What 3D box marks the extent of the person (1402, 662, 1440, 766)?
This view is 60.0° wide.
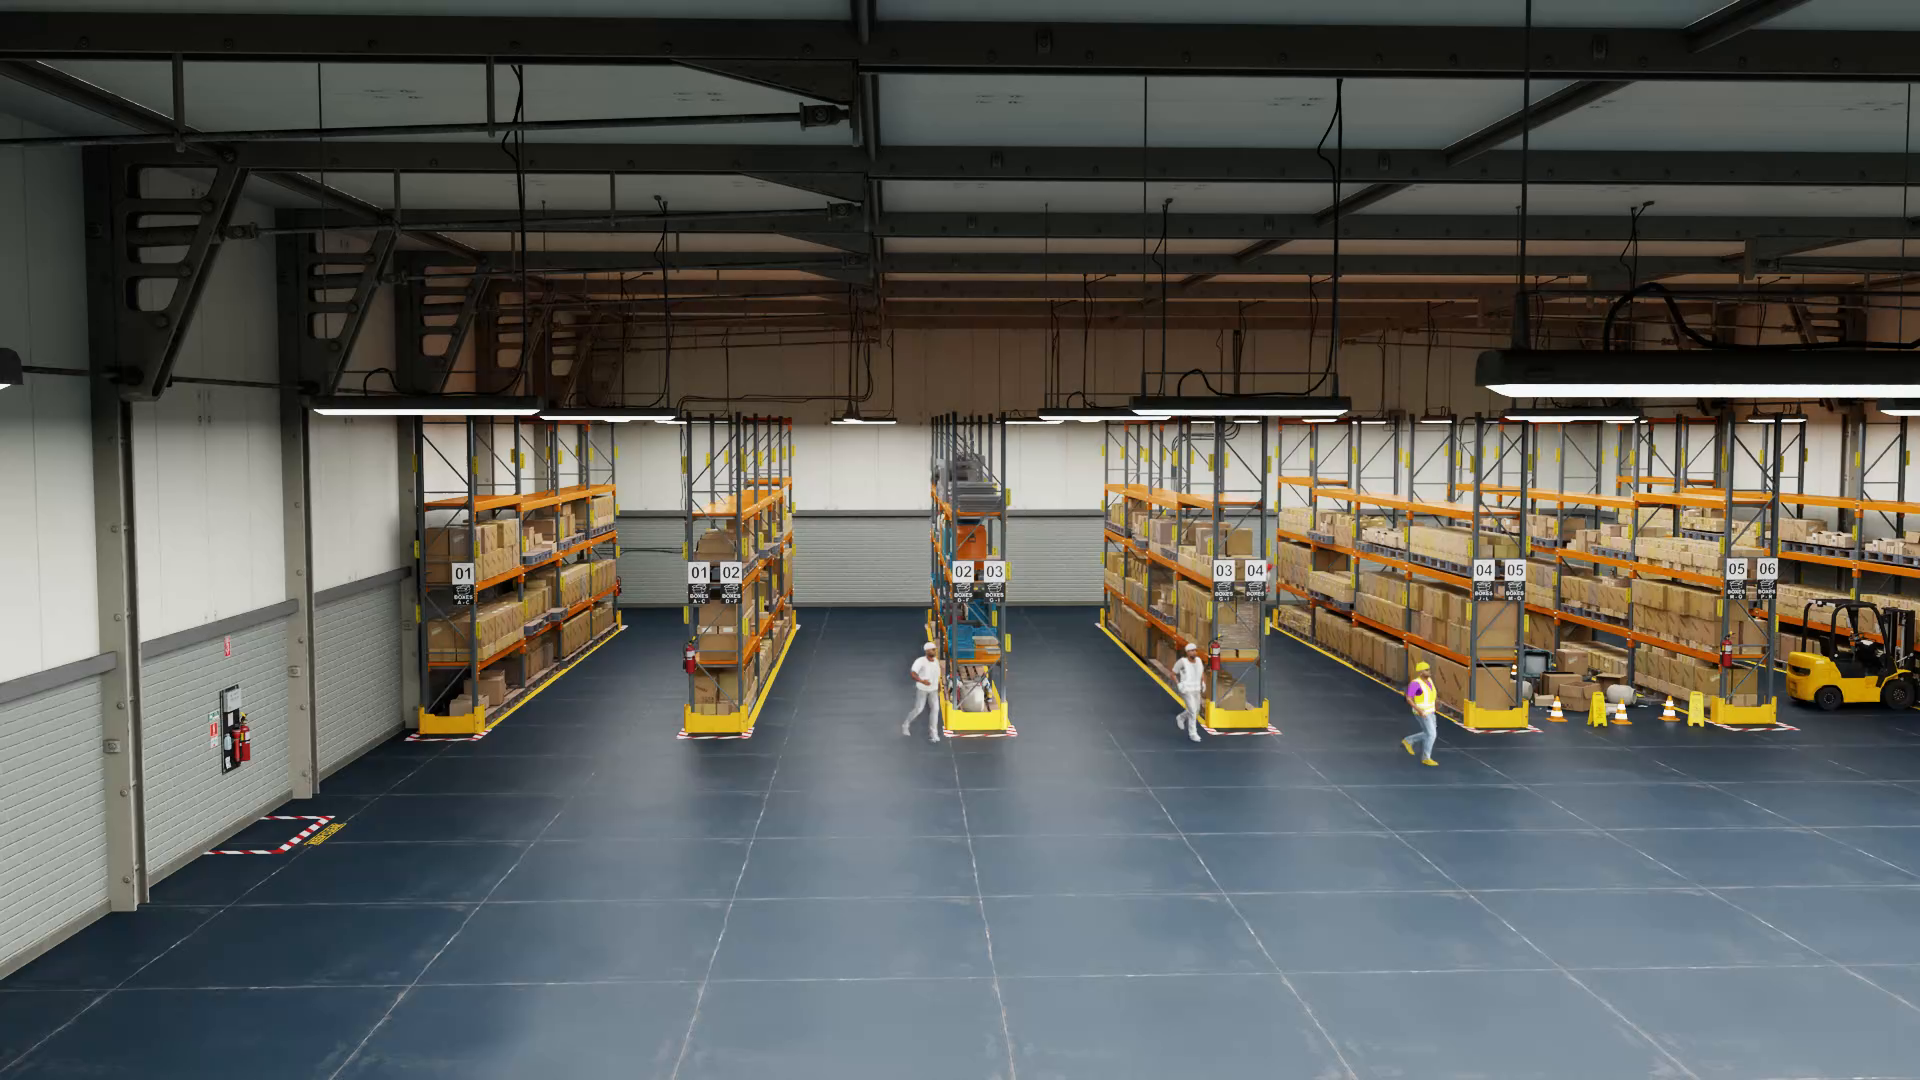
[{"bbox_3d":[7.863,2.939,28.295,0.632,1.743,0.693,3,5,41],"label":"person"}]

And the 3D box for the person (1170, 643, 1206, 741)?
[{"bbox_3d":[4.210,2.775,30.639,0.705,1.773,0.812,-2,5,-31],"label":"person"}]

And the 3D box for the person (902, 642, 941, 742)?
[{"bbox_3d":[-0.578,2.763,30.535,0.758,1.766,0.915,-3,5,-39],"label":"person"}]

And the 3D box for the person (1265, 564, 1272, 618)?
[{"bbox_3d":[8.916,1.526,49.096,0.558,1.699,0.744,1,4,15],"label":"person"}]
